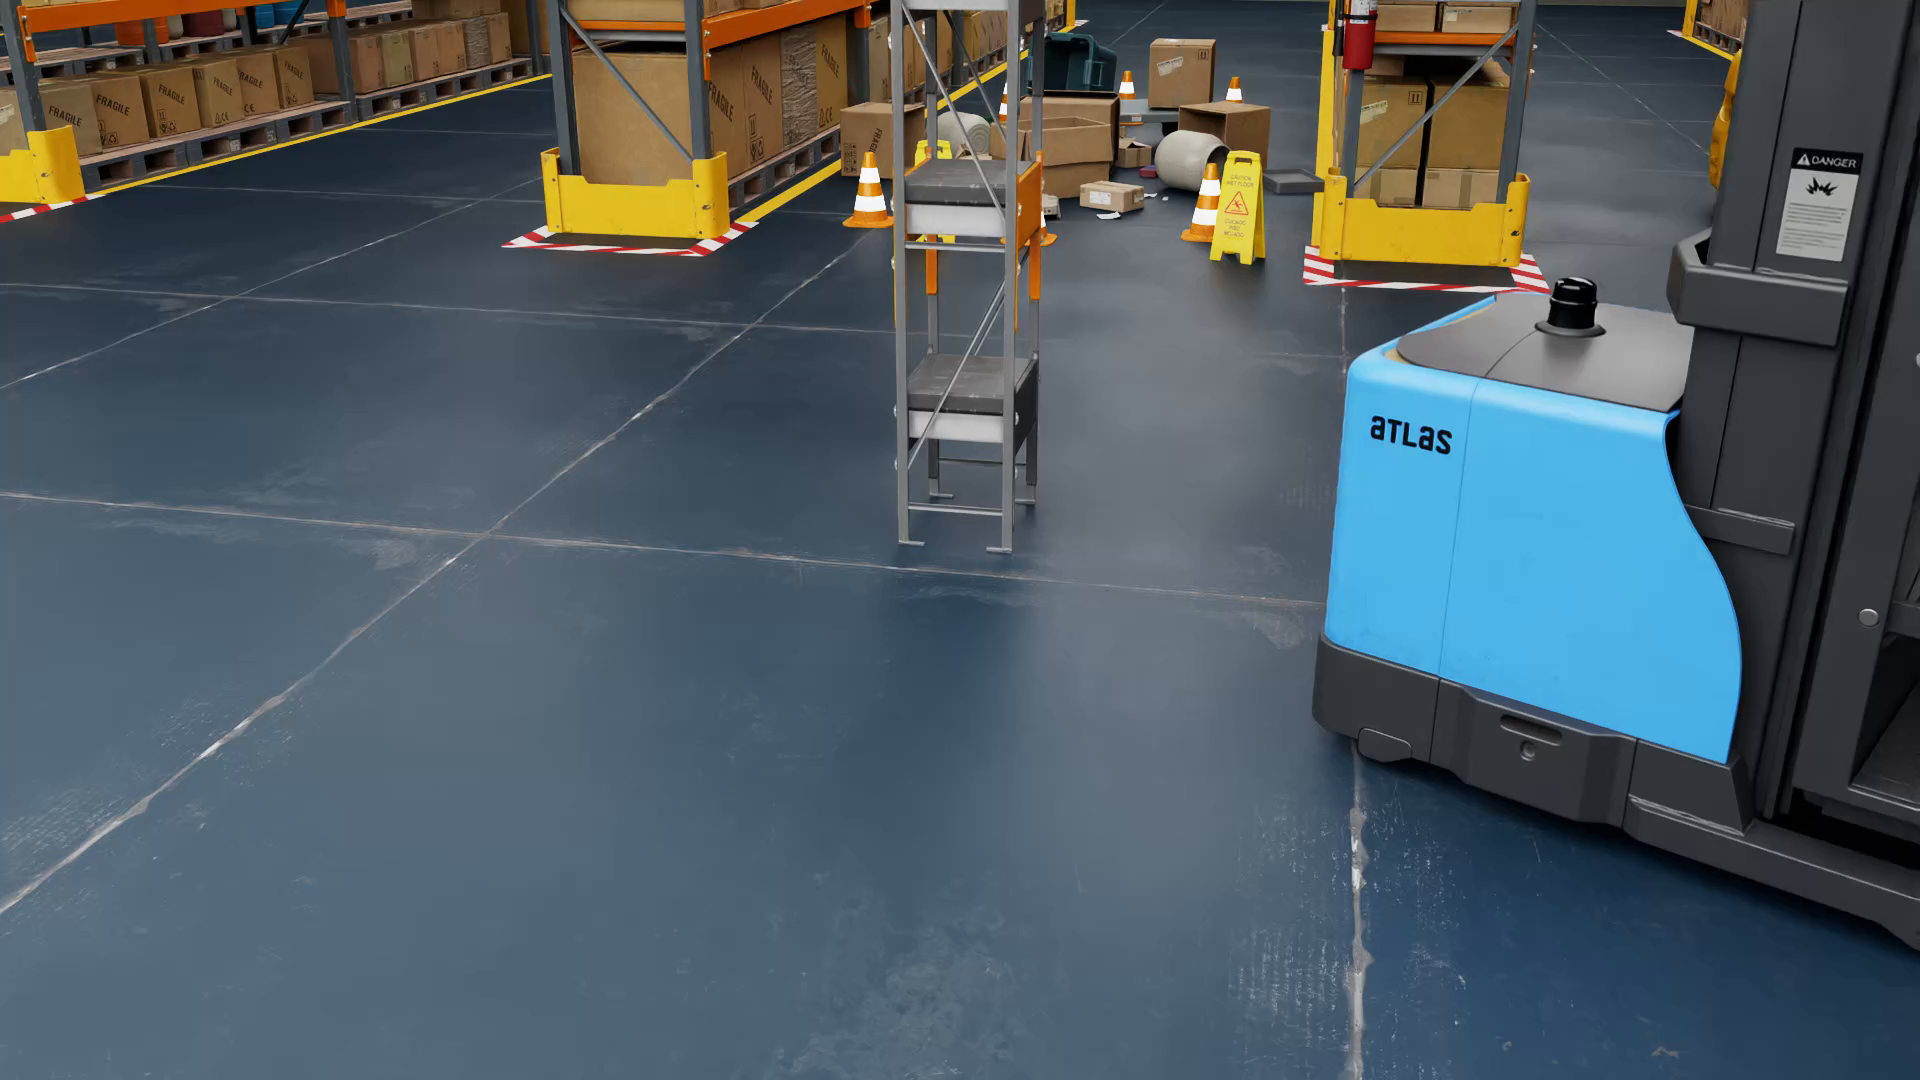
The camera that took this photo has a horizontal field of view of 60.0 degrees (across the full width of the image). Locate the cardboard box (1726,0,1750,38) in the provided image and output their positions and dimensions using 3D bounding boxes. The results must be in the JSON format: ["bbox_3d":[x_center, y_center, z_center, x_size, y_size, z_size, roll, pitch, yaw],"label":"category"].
[{"bbox_3d":[10.254,-6.690,21.234,0.700,0.500,0.500,4,22,9],"label":"cardboard box"}]

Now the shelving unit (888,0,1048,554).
[{"bbox_3d":[0.034,-1.035,5.612,0.431,2.100,0.503,4,22,11],"label":"shelving unit"}]

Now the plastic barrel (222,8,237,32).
[{"bbox_3d":[-9.805,-6.992,21.968,0.421,0.512,0.421,0,22,0],"label":"plastic barrel"}]

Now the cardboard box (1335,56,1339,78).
[{"bbox_3d":[4.279,-4.782,16.667,0.950,0.372,0.625,3,22,7],"label":"cardboard box"}]

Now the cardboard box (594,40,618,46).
[{"bbox_3d":[-4.947,-6.553,20.391,1.225,0.875,0.875,5,22,11],"label":"cardboard box"}]

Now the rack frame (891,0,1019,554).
[{"bbox_3d":[-0.016,-0.945,5.390,0.400,2.100,0.015,4,22,11],"label":"rack frame"}]

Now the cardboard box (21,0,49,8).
[{"bbox_3d":[-6.639,-3.811,11.637,0.380,0.149,0.250,4,22,11],"label":"cardboard box"}]

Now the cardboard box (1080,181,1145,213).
[{"bbox_3d":[1.061,-2.397,11.605,0.380,0.149,0.250,18,28,38],"label":"cardboard box"}]

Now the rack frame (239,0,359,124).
[{"bbox_3d":[-6.114,-5.304,15.009,1.000,3.000,0.127,4,22,11],"label":"rack frame"}]

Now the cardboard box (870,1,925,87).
[{"bbox_3d":[-0.850,-4.968,16.622,1.050,0.750,0.750,5,22,12],"label":"cardboard box"}]

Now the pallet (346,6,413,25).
[{"bbox_3d":[-8.971,-8.034,25.518,1.003,0.211,1.213,4,22,11],"label":"pallet"}]

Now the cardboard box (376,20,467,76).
[{"bbox_3d":[-5.624,-5.154,17.392,0.700,0.500,0.500,6,23,15],"label":"cardboard box"}]

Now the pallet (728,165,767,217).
[{"bbox_3d":[-2.009,-2.431,11.608,1.003,0.211,1.213,4,22,11],"label":"pallet"}]

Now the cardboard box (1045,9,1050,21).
[{"bbox_3d":[1.071,-7.462,23.621,0.380,0.149,0.250,5,22,12],"label":"cardboard box"}]

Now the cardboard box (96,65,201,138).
[{"bbox_3d":[-6.552,-3.553,13.443,0.500,0.500,0.500,7,23,16],"label":"cardboard box"}]

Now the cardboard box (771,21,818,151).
[{"bbox_3d":[-1.656,-3.544,12.920,0.875,0.875,0.875,5,22,11],"label":"cardboard box"}]

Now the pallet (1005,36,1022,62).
[{"bbox_3d":[0.196,-6.237,21.057,1.003,0.211,1.213,4,22,11],"label":"pallet"}]

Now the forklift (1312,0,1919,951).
[{"bbox_3d":[2.406,-0.602,3.424,3.031,2.935,1.130,17,28,36],"label":"forklift"}]

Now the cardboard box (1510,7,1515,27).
[{"bbox_3d":[3.214,-3.262,10.275,0.380,0.149,0.250,4,22,9],"label":"cardboard box"}]

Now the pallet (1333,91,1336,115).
[{"bbox_3d":[3.992,-3.988,15.473,1.003,0.211,1.213,4,22,11],"label":"pallet"}]

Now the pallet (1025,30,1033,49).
[{"bbox_3d":[0.456,-6.770,22.381,1.003,0.211,1.213,4,22,11],"label":"pallet"}]

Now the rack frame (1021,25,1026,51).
[{"bbox_3d":[0.353,-7.815,21.243,1.000,3.000,0.127,4,22,11],"label":"rack frame"}]

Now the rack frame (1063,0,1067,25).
[{"bbox_3d":[1.170,-9.278,24.875,1.000,3.000,0.127,4,22,11],"label":"rack frame"}]

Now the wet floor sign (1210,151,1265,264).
[{"bbox_3d":[1.685,-2.006,9.971,0.267,0.644,0.232,13,25,29],"label":"wet floor sign"}]

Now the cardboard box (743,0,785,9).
[{"bbox_3d":[-1.736,-4.033,11.652,0.875,0.550,0.550,4,22,11],"label":"cardboard box"}]

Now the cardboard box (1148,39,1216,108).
[{"bbox_3d":[1.839,-3.865,13.768,0.500,0.500,0.500,4,22,11],"label":"cardboard box"}]

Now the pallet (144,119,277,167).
[{"bbox_3d":[-6.463,-3.315,13.802,1.003,0.211,1.213,4,22,11],"label":"pallet"}]

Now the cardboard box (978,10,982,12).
[{"bbox_3d":[0.018,-6.155,18.900,0.500,0.250,0.500,4,22,10],"label":"cardboard box"}]

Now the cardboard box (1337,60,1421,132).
[{"bbox_3d":[2.893,-3.041,11.504,0.500,0.500,0.500,4,22,10],"label":"cardboard box"}]

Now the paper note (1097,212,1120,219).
[{"bbox_3d":[1.016,-2.206,11.291,0.148,0.019,0.142,-3,22,-8],"label":"paper note"}]

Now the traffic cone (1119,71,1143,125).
[{"bbox_3d":[1.550,-4.115,15.451,0.336,0.463,0.334,4,22,11],"label":"traffic cone"}]

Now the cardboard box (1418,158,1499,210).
[{"bbox_3d":[3.207,-2.279,10.616,0.500,0.250,0.500,4,22,10],"label":"cardboard box"}]

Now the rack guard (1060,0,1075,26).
[{"bbox_3d":[1.154,-8.091,25.273,1.175,0.500,0.348,4,22,11],"label":"rack guard"}]

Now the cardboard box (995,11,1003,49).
[{"bbox_3d":[0.235,-6.186,19.981,0.500,0.500,0.500,4,22,10],"label":"cardboard box"}]

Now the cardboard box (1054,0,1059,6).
[{"bbox_3d":[1.237,-7.883,24.268,0.380,0.149,0.250,4,22,9],"label":"cardboard box"}]

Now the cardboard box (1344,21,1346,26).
[{"bbox_3d":[3.119,-3.881,12.720,0.380,0.149,0.250,5,22,12],"label":"cardboard box"}]

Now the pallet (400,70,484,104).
[{"bbox_3d":[-5.710,-4.743,17.348,1.003,0.211,1.213,4,22,11],"label":"pallet"}]

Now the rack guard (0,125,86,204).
[{"bbox_3d":[-6.915,-2.710,11.913,1.175,0.500,0.348,4,22,11],"label":"rack guard"}]

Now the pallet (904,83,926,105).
[{"bbox_3d":[-0.949,-4.331,16.325,1.003,0.211,1.213,4,22,11],"label":"pallet"}]

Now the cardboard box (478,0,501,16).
[{"bbox_3d":[-5.405,-5.912,18.272,0.500,0.250,0.500,5,23,13],"label":"cardboard box"}]

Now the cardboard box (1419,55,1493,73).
[{"bbox_3d":[3.525,-3.206,11.915,0.500,0.500,0.500,6,23,14],"label":"cardboard box"}]

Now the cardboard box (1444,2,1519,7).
[{"bbox_3d":[3.140,-3.422,9.804,0.500,0.500,0.500,4,22,10],"label":"cardboard box"}]

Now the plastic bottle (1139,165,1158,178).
[{"bbox_3d":[1.488,-2.857,12.865,0.133,0.061,0.283,8,23,20],"label":"plastic bottle"}]

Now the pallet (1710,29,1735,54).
[{"bbox_3d":[10.468,-6.503,21.717,1.003,0.211,1.213,4,22,11],"label":"pallet"}]

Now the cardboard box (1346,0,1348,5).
[{"bbox_3d":[2.939,-3.874,11.795,0.380,0.149,0.250,5,22,11],"label":"cardboard box"}]

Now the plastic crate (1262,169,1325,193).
[{"bbox_3d":[2.464,-2.683,12.408,0.402,0.080,0.583,-3,22,-8],"label":"plastic crate"}]
